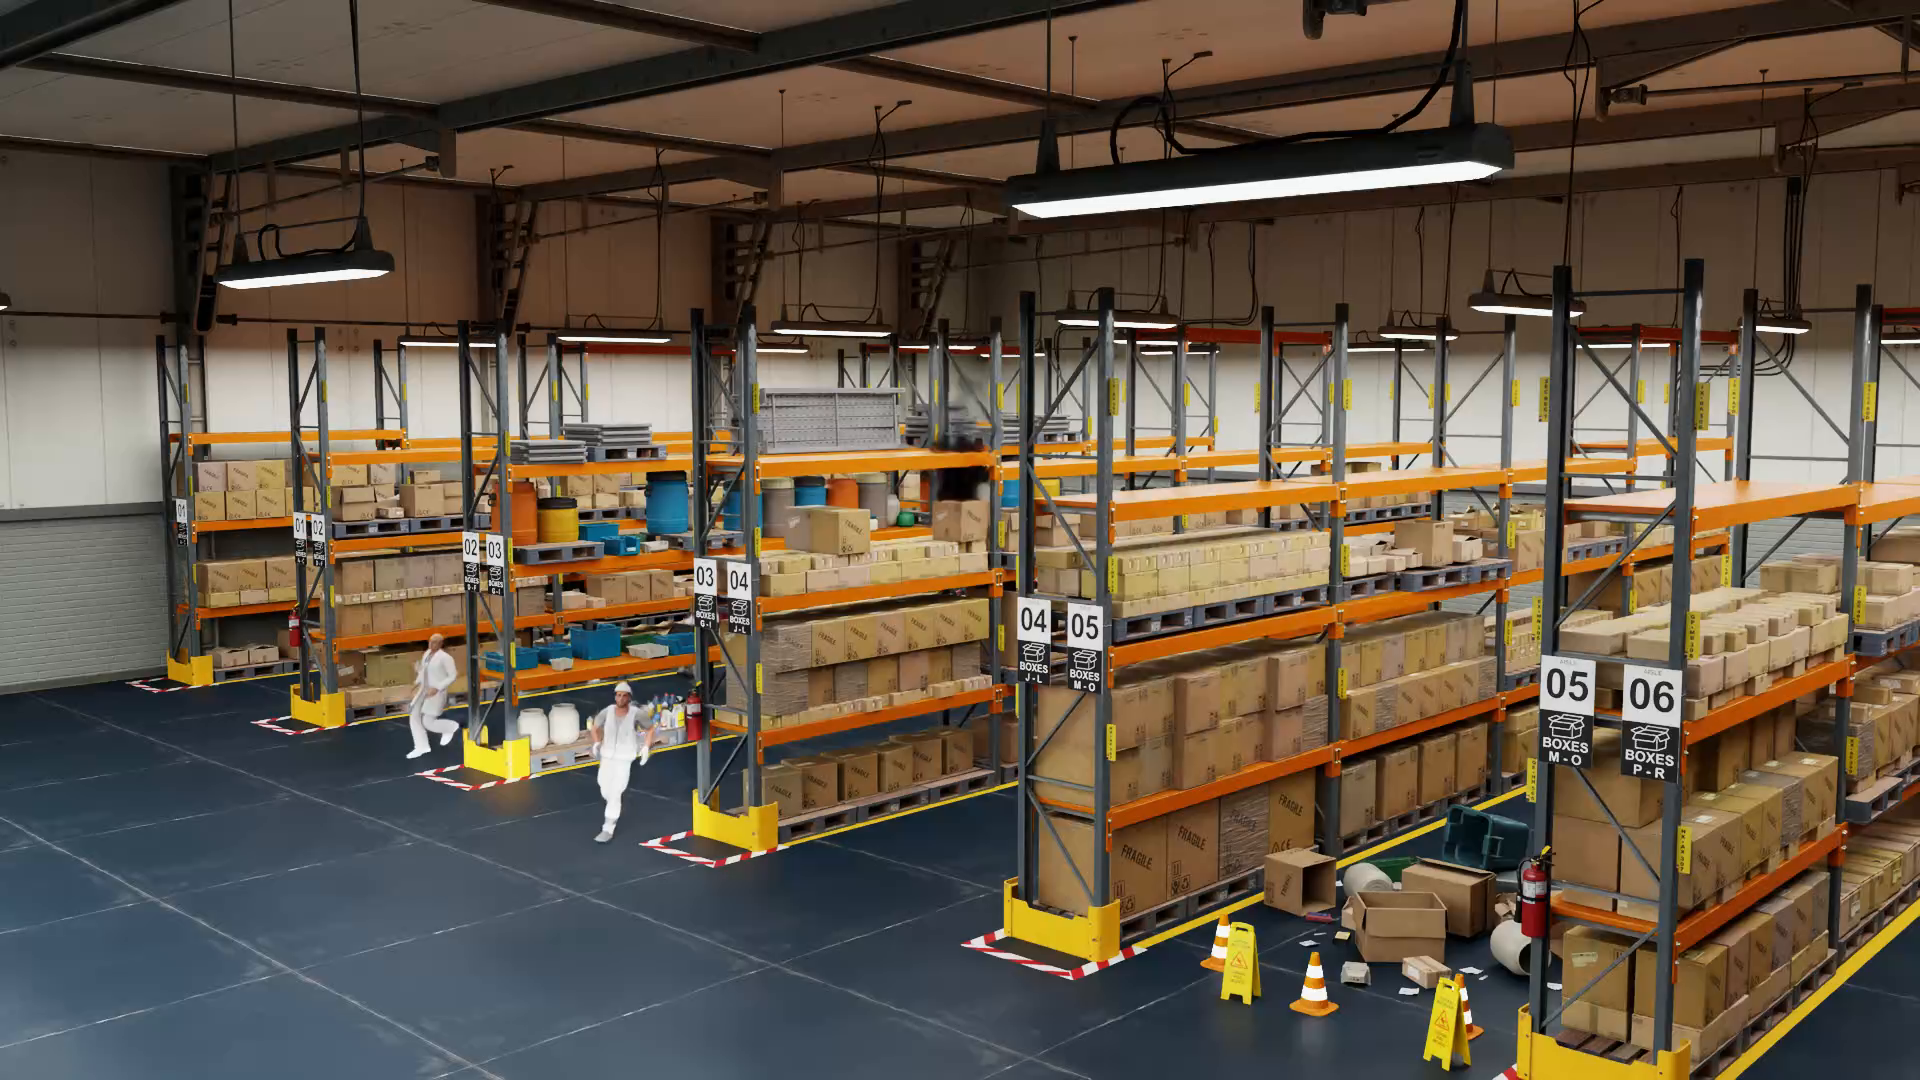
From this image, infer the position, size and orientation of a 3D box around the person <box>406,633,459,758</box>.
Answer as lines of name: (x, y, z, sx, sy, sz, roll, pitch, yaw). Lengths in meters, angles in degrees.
person: (-7.283, 2.156, 23.150, 0.754, 1.741, 0.755, 4, 7, 34)

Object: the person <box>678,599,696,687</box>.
person: (-4.367, 1.785, 27.147, 0.599, 1.657, 0.562, 3, 6, 33)

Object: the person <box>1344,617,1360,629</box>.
person: (6.036, 1.887, 25.691, 0.655, 1.738, 0.623, 5, 7, 43)

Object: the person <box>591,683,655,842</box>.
person: (-3.877, 2.502, 19.024, 0.725, 1.763, 0.939, 0, 5, 4)

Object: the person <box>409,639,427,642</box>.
person: (-9.286, 1.626, 28.394, 0.638, 1.737, 0.586, 5, 8, 45)
